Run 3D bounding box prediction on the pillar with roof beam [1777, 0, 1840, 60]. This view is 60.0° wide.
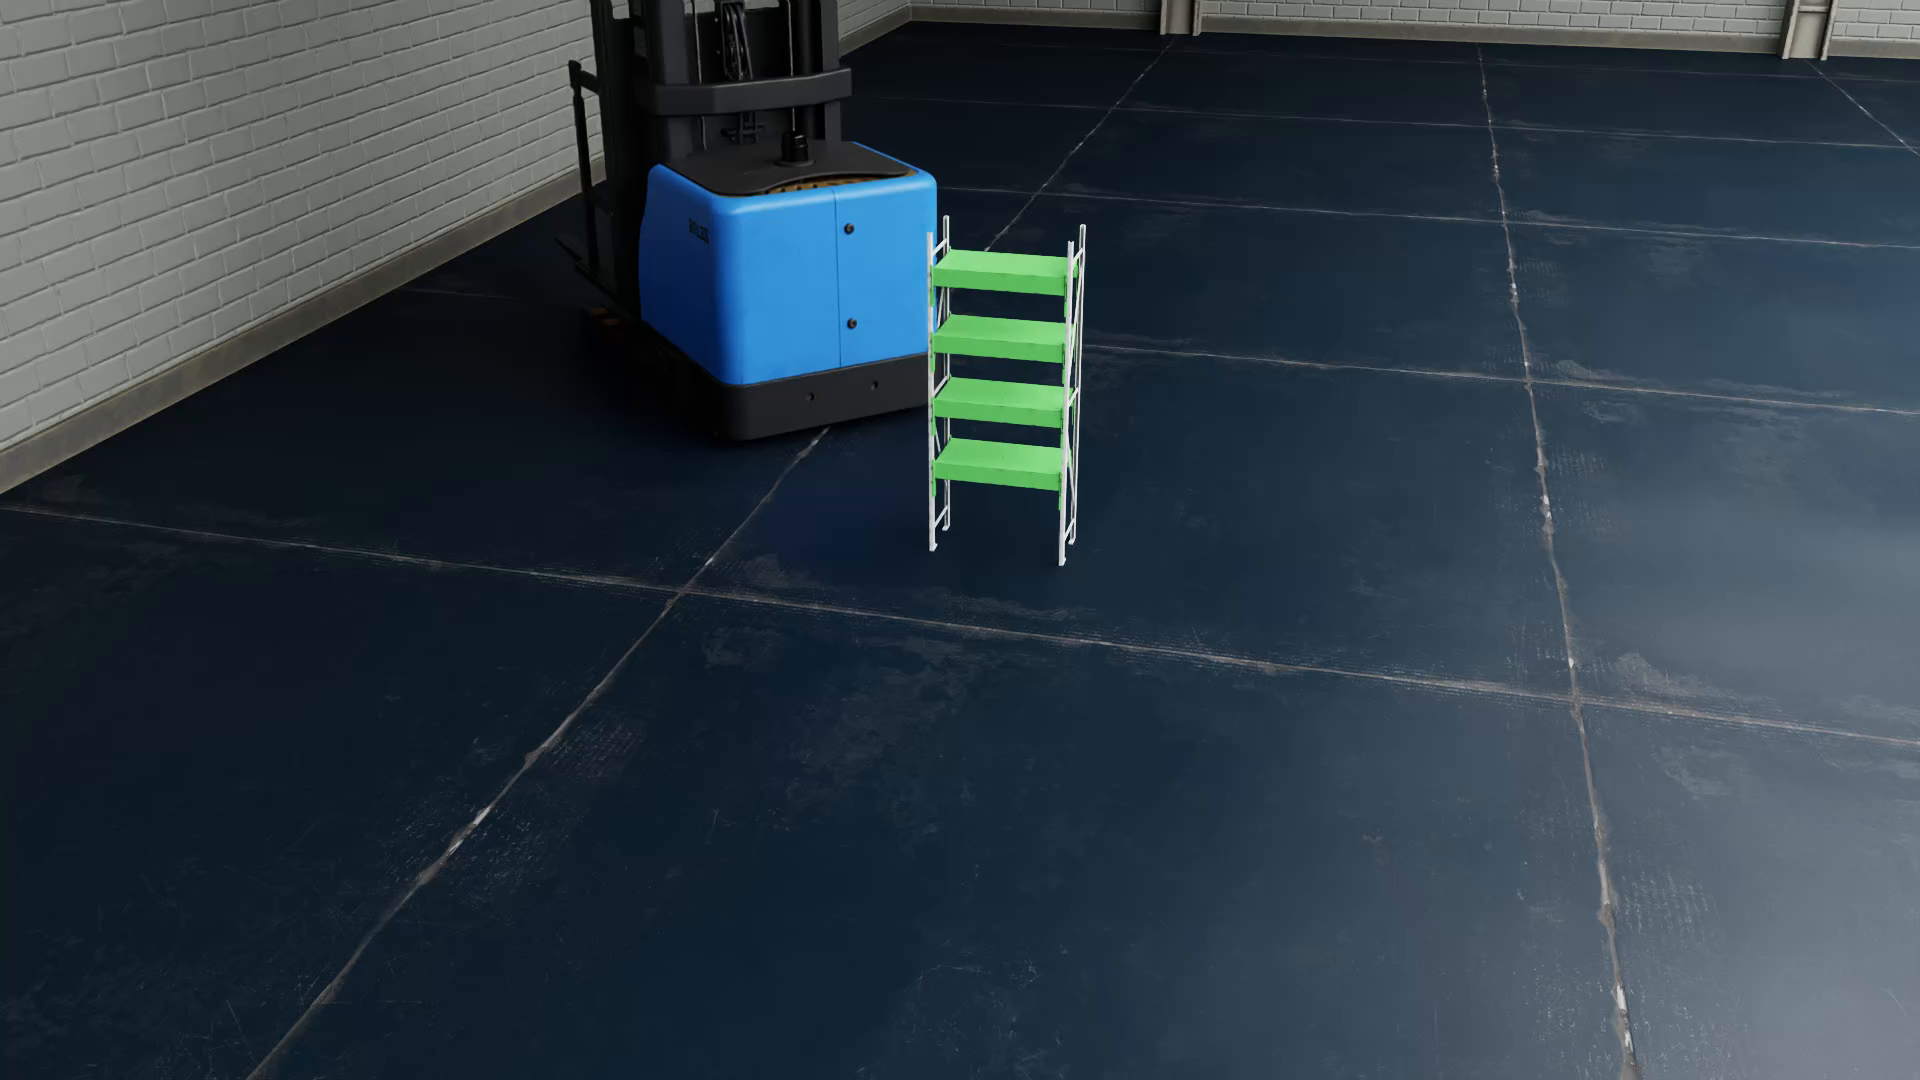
[{"bbox_3d":[7.044,-6.935,10.348,0.400,9.000,9.100,6,26,13],"label":"pillar with roof beam"}]

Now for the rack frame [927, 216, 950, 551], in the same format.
[{"bbox_3d":[-0.076,-0.550,6.010,0.015,1.200,0.240,6,26,13],"label":"rack frame"}]

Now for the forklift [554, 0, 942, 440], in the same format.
[{"bbox_3d":[-1.242,-2.336,7.748,1.130,2.935,3.031,-14,29,-26],"label":"forklift"}]

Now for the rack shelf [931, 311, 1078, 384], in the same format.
[{"bbox_3d":[0.160,-0.683,5.879,0.480,0.148,0.258,6,26,13],"label":"rack shelf"}]

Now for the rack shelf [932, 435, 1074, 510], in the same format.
[{"bbox_3d":[0.160,-0.250,6.085,0.480,0.148,0.258,6,26,13],"label":"rack shelf"}]

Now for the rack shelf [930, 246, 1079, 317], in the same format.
[{"bbox_3d":[0.160,-0.900,5.776,0.480,0.148,0.258,6,26,13],"label":"rack shelf"}]

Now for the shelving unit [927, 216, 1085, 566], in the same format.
[{"bbox_3d":[0.160,-0.524,5.955,0.503,1.200,0.258,6,26,13],"label":"shelving unit"}]

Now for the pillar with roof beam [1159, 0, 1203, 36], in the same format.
[{"bbox_3d":[1.233,-7.577,11.697,0.400,9.000,9.100,6,26,13],"label":"pillar with roof beam"}]

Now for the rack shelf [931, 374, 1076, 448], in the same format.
[{"bbox_3d":[0.160,-0.466,5.982,0.480,0.148,0.258,6,26,13],"label":"rack shelf"}]

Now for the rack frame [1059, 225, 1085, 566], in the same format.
[{"bbox_3d":[0.397,-0.498,5.900,0.015,1.200,0.240,6,26,13],"label":"rack frame"}]
